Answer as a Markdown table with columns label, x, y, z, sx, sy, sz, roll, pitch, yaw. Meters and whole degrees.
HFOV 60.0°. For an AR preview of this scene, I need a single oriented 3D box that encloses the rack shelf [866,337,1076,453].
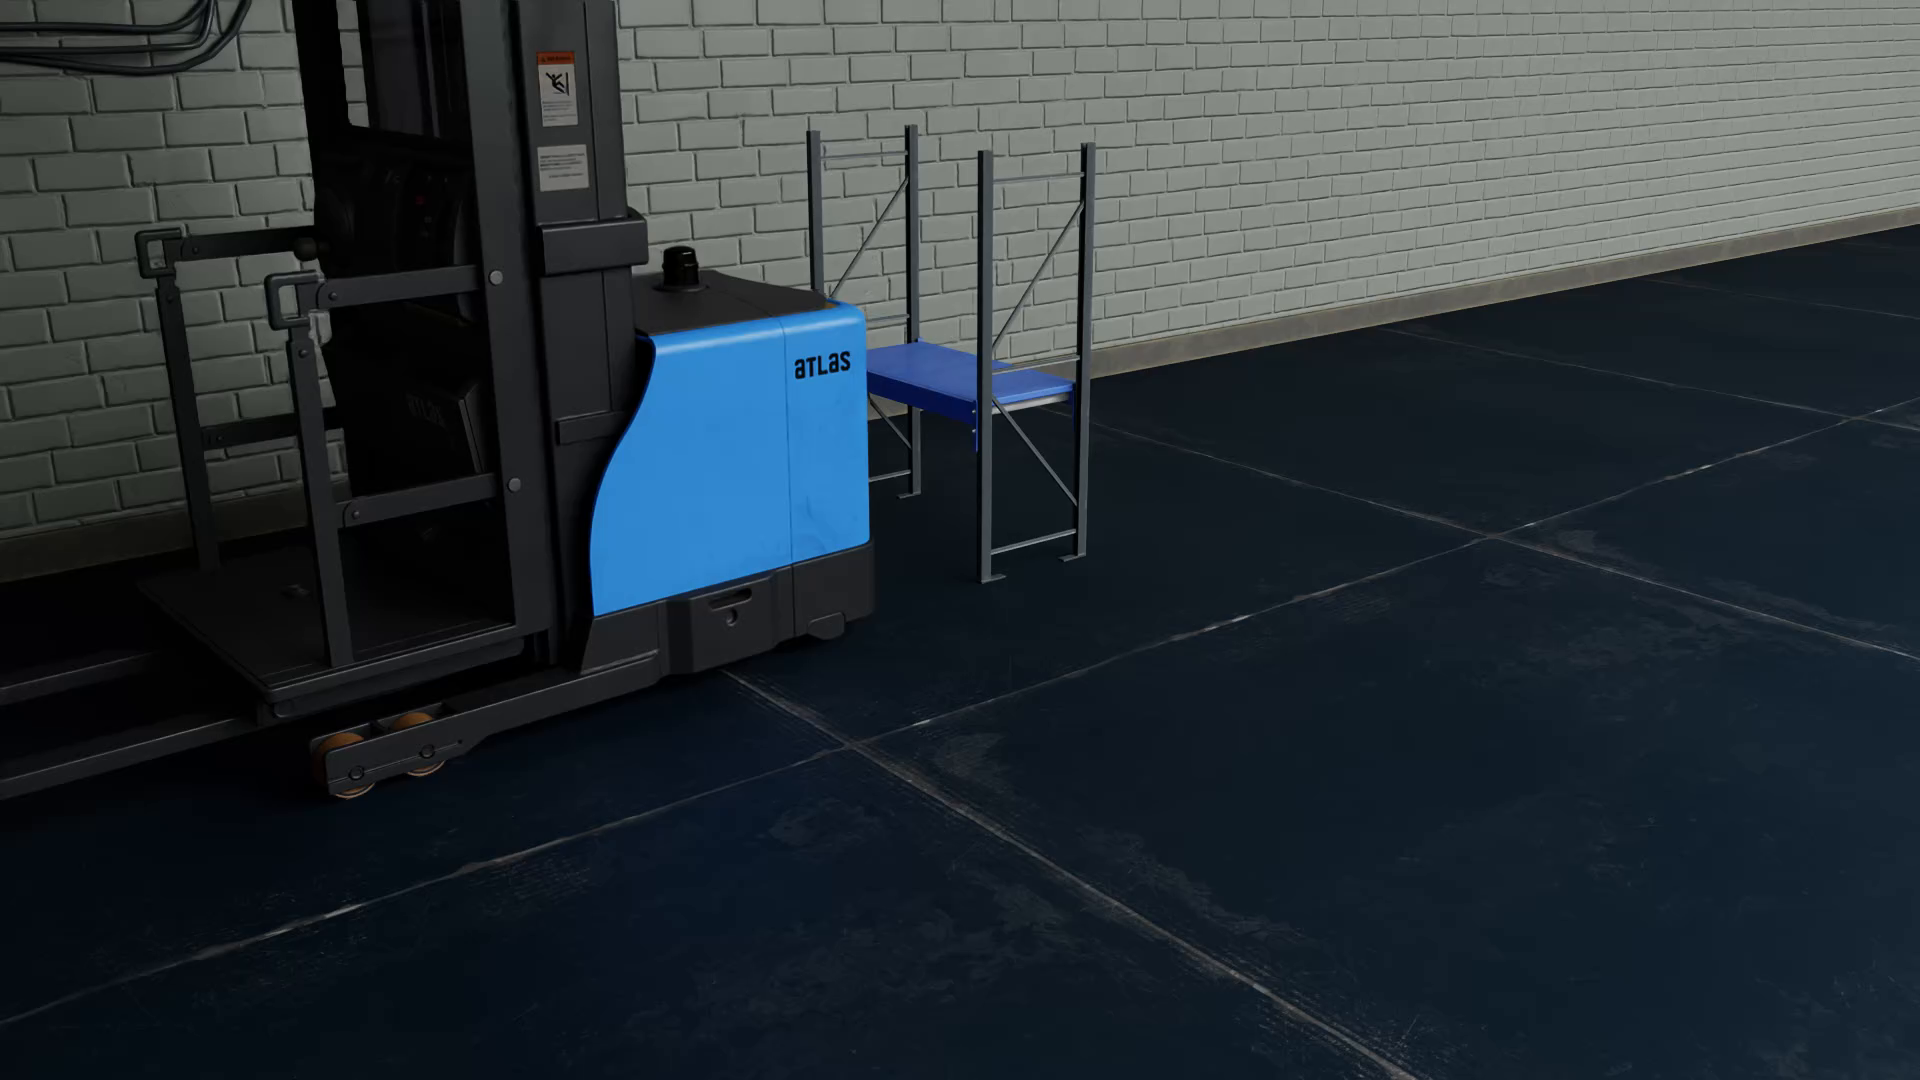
| label | x | y | z | sx | sy | sz | roll | pitch | yaw |
| --- | --- | --- | --- | --- | --- | --- | --- | --- | --- |
| rack shelf | -0.053 | -0.562 | 6.247 | 0.538 | 0.185 | 1.000 | -14 | 23 | -36 |

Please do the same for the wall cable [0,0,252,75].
| label | x | y | z | sx | sy | sz | roll | pitch | yaw |
| --- | --- | --- | --- | --- | --- | --- | --- | --- | --- |
| wall cable | -3.695 | -2.561 | 4.721 | 3.097 | 2.526 | 0.112 | -14 | 23 | -36 |

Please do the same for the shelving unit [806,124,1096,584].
| label | x | y | z | sx | sy | sz | roll | pitch | yaw |
| --- | --- | --- | --- | --- | --- | --- | --- | --- | --- |
| shelving unit | -0.053 | -0.733 | 6.190 | 0.538 | 1.500 | 1.048 | -14 | 23 | -36 |

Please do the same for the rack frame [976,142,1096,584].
| label | x | y | z | sx | sy | sz | roll | pitch | yaw |
| --- | --- | --- | --- | --- | --- | --- | --- | --- | --- |
| rack frame | 0.263 | -0.608 | 5.812 | 0.500 | 1.500 | 0.032 | -14 | 23 | -36 |

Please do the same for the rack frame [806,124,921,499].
| label | x | y | z | sx | sy | sz | roll | pitch | yaw |
| --- | --- | --- | --- | --- | --- | --- | --- | --- | --- |
| rack frame | -0.369 | -0.858 | 6.569 | 0.500 | 1.500 | 0.032 | -14 | 23 | -36 |

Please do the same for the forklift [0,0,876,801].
| label | x | y | z | sx | sy | sz | roll | pitch | yaw |
| --- | --- | --- | --- | --- | --- | --- | --- | --- | --- |
| forklift | -1.716 | -0.904 | 4.429 | 3.031 | 2.935 | 1.130 | -15 | 24 | -39 |
